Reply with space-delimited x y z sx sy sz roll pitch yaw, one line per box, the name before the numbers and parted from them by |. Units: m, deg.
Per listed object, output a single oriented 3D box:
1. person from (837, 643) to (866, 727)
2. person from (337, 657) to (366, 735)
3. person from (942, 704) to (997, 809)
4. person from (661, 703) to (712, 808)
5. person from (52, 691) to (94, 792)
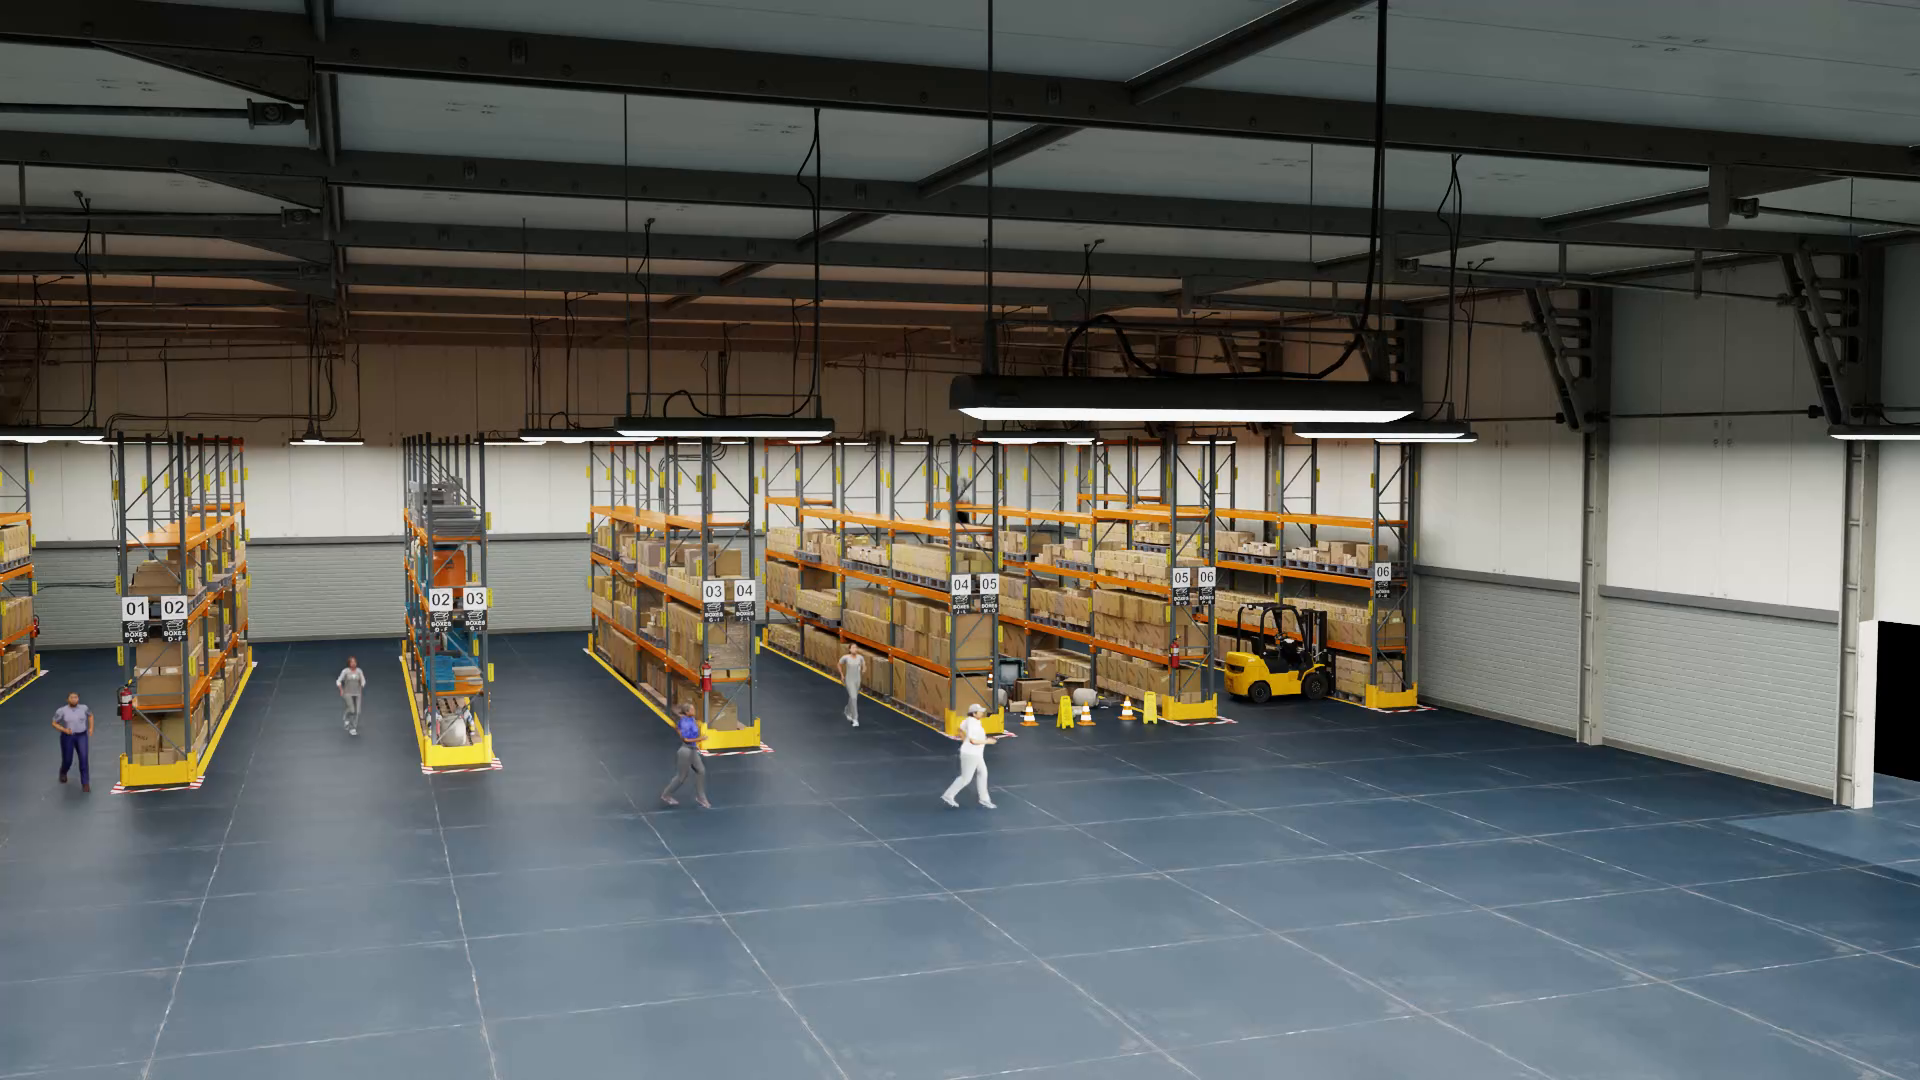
person | -2.223 2.969 34.547 0.559 1.703 0.839 -2 4 -29
person | -12.095 3.109 33.132 0.530 1.558 0.537 -2 4 -35
person | 0.146 3.439 26.340 0.866 1.692 0.572 0 3 3
person | -4.353 3.451 26.402 0.794 1.679 0.564 0 3 4
person | -14.875 3.368 27.913 0.652 1.678 0.861 -3 4 -38
